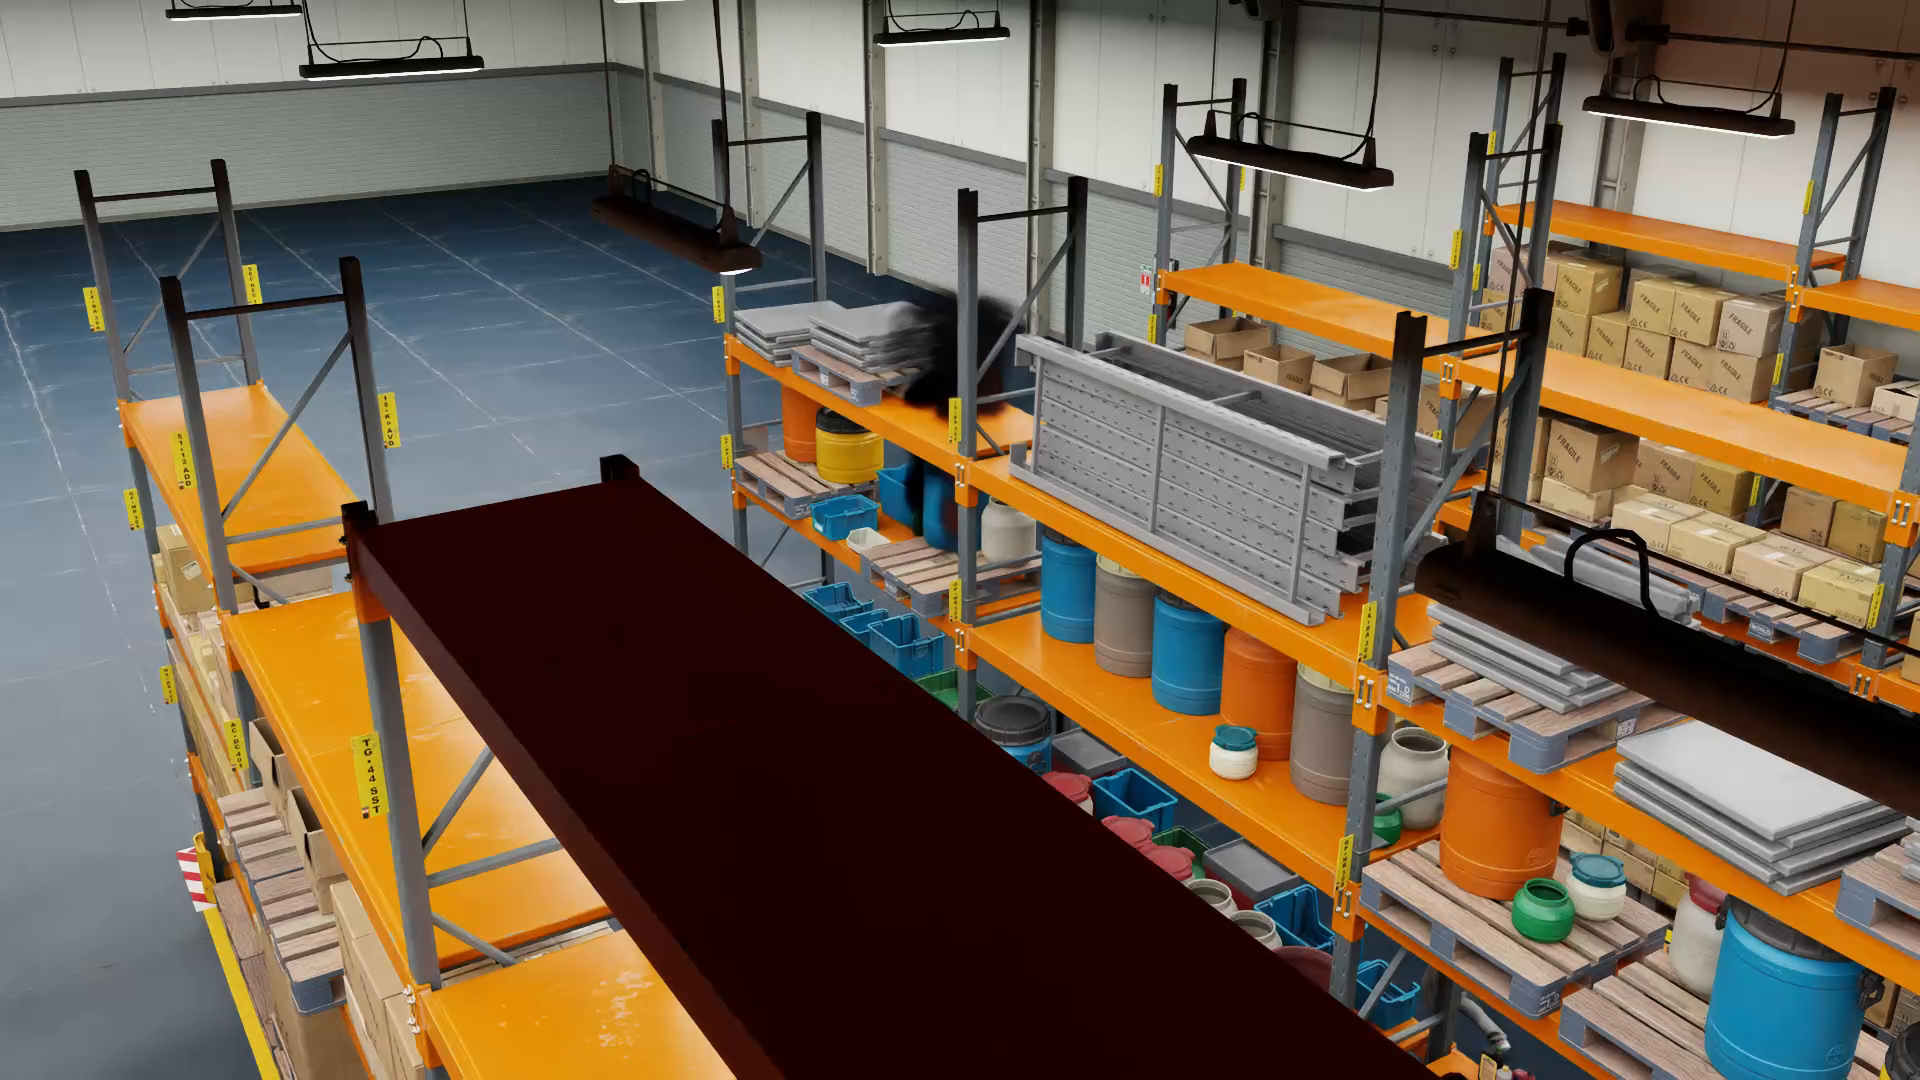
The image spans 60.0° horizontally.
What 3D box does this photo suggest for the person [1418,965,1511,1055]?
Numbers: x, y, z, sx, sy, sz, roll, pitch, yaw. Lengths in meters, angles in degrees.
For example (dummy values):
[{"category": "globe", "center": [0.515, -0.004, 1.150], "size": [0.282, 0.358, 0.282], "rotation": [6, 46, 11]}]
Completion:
[{"category": "person", "center": [3.572, 3.057, 11.784], "size": [0.550, 1.545, 0.862], "rotation": [-17, 27, -35]}]
